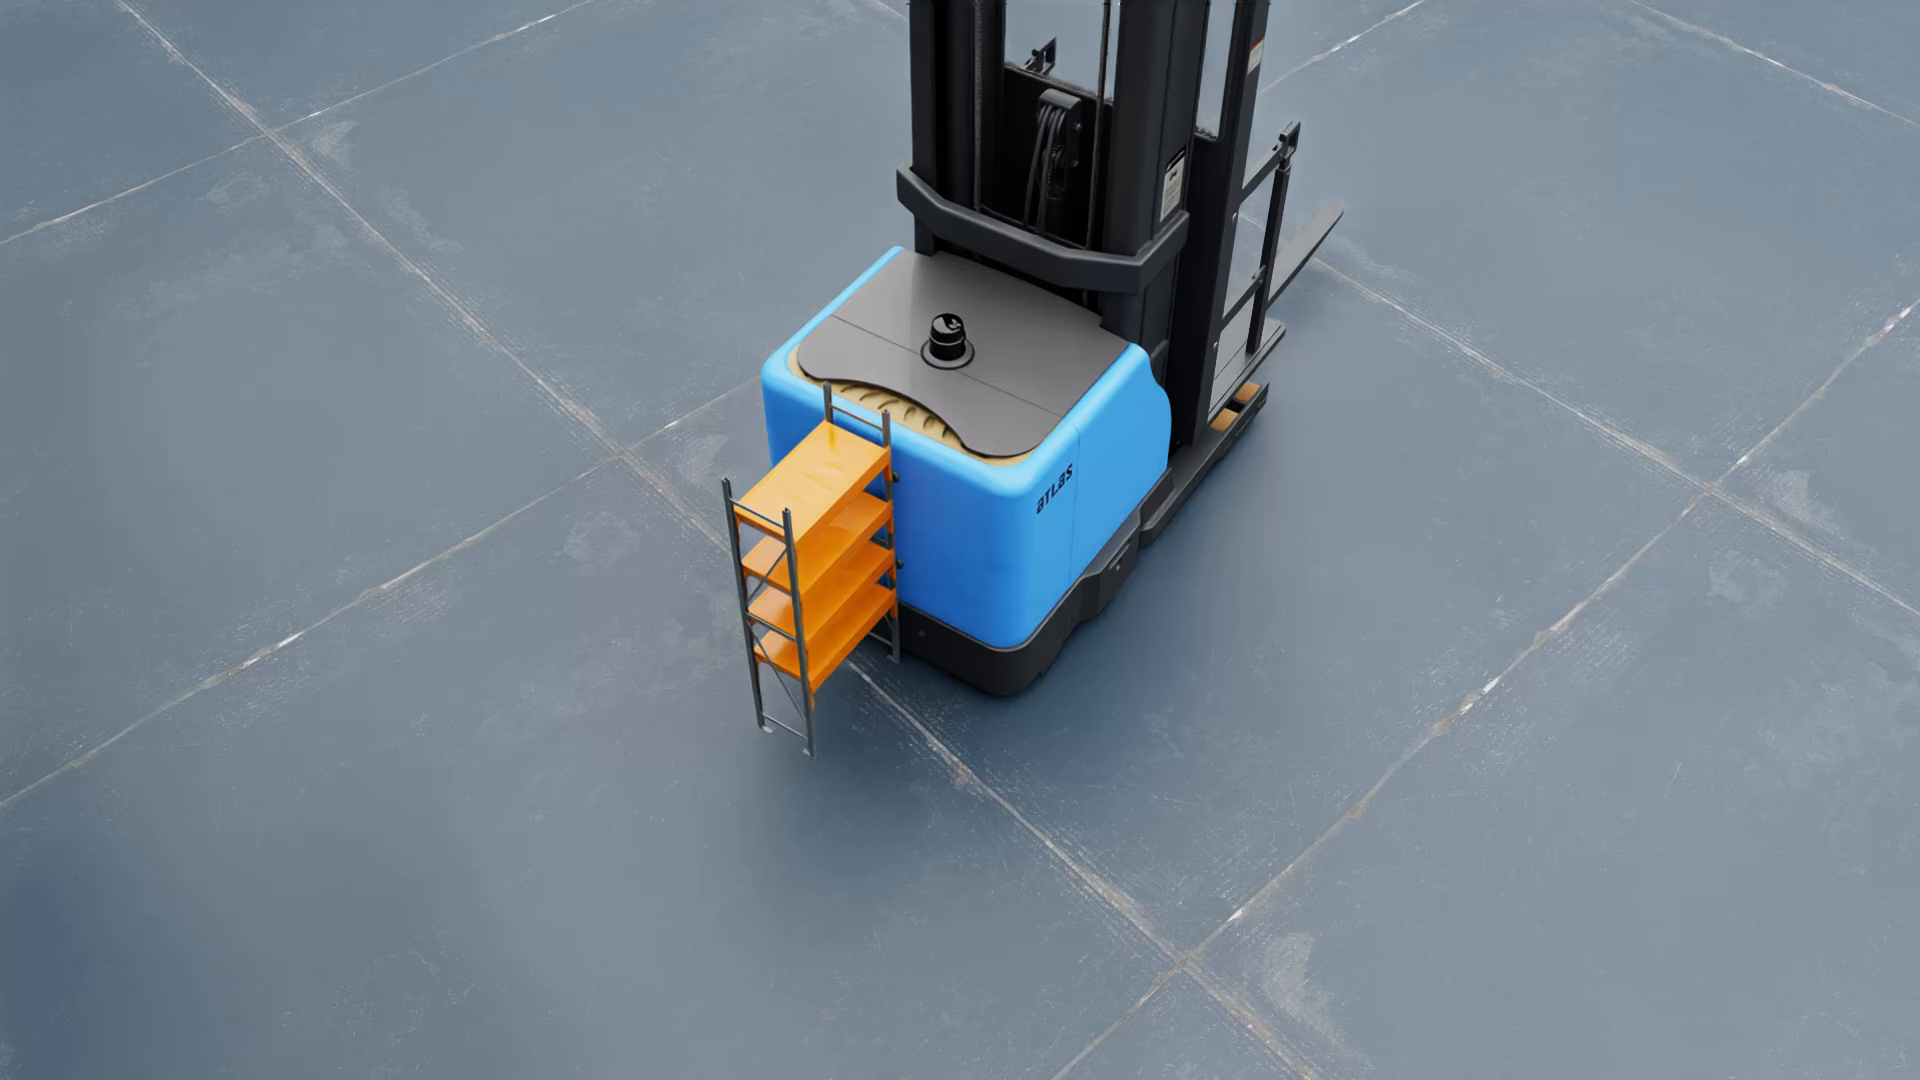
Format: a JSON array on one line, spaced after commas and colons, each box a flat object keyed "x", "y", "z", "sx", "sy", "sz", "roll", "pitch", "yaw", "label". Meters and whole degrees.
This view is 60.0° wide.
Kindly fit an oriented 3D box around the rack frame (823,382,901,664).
[{"x": -0.313, "y": -0.023, "z": 5.455, "sx": 0.240, "sy": 1.200, "sz": 0.015, "roll": 26, "pitch": 52, "yaw": 22, "label": "rack frame"}]

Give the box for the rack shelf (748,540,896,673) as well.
[{"x": -0.448, "y": 0.172, "z": 5.366, "sx": 0.258, "sy": 0.148, "sz": 0.480, "roll": 26, "pitch": 52, "yaw": 22, "label": "rack shelf"}]

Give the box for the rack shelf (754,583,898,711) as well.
[{"x": -0.448, "y": 0.307, "z": 5.512, "sx": 0.258, "sy": 0.148, "sz": 0.480, "roll": 26, "pitch": 52, "yaw": 22, "label": "rack shelf"}]

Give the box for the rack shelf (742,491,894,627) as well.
[{"x": -0.448, "y": 0.021, "z": 5.202, "sx": 0.258, "sy": 0.148, "sz": 0.480, "roll": 26, "pitch": 52, "yaw": 22, "label": "rack shelf"}]

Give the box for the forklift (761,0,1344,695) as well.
[{"x": 0.576, "y": -1.525, "z": 5.663, "sx": 1.130, "sy": 2.935, "sz": 3.031, "roll": 26, "pitch": 52, "yaw": 22, "label": "forklift"}]

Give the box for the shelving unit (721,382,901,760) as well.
[{"x": -0.448, "y": 0.127, "z": 5.317, "sx": 0.258, "sy": 1.200, "sz": 0.503, "roll": 26, "pitch": 52, "yaw": 22, "label": "shelving unit"}]

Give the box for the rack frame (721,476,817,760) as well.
[{"x": -0.583, "y": 0.276, "z": 5.179, "sx": 0.240, "sy": 1.200, "sz": 0.015, "roll": 26, "pitch": 52, "yaw": 22, "label": "rack frame"}]

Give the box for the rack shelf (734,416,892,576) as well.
[{"x": -0.448, "y": -0.140, "z": 5.028, "sx": 0.258, "sy": 0.148, "sz": 0.480, "roll": 26, "pitch": 52, "yaw": 22, "label": "rack shelf"}]
